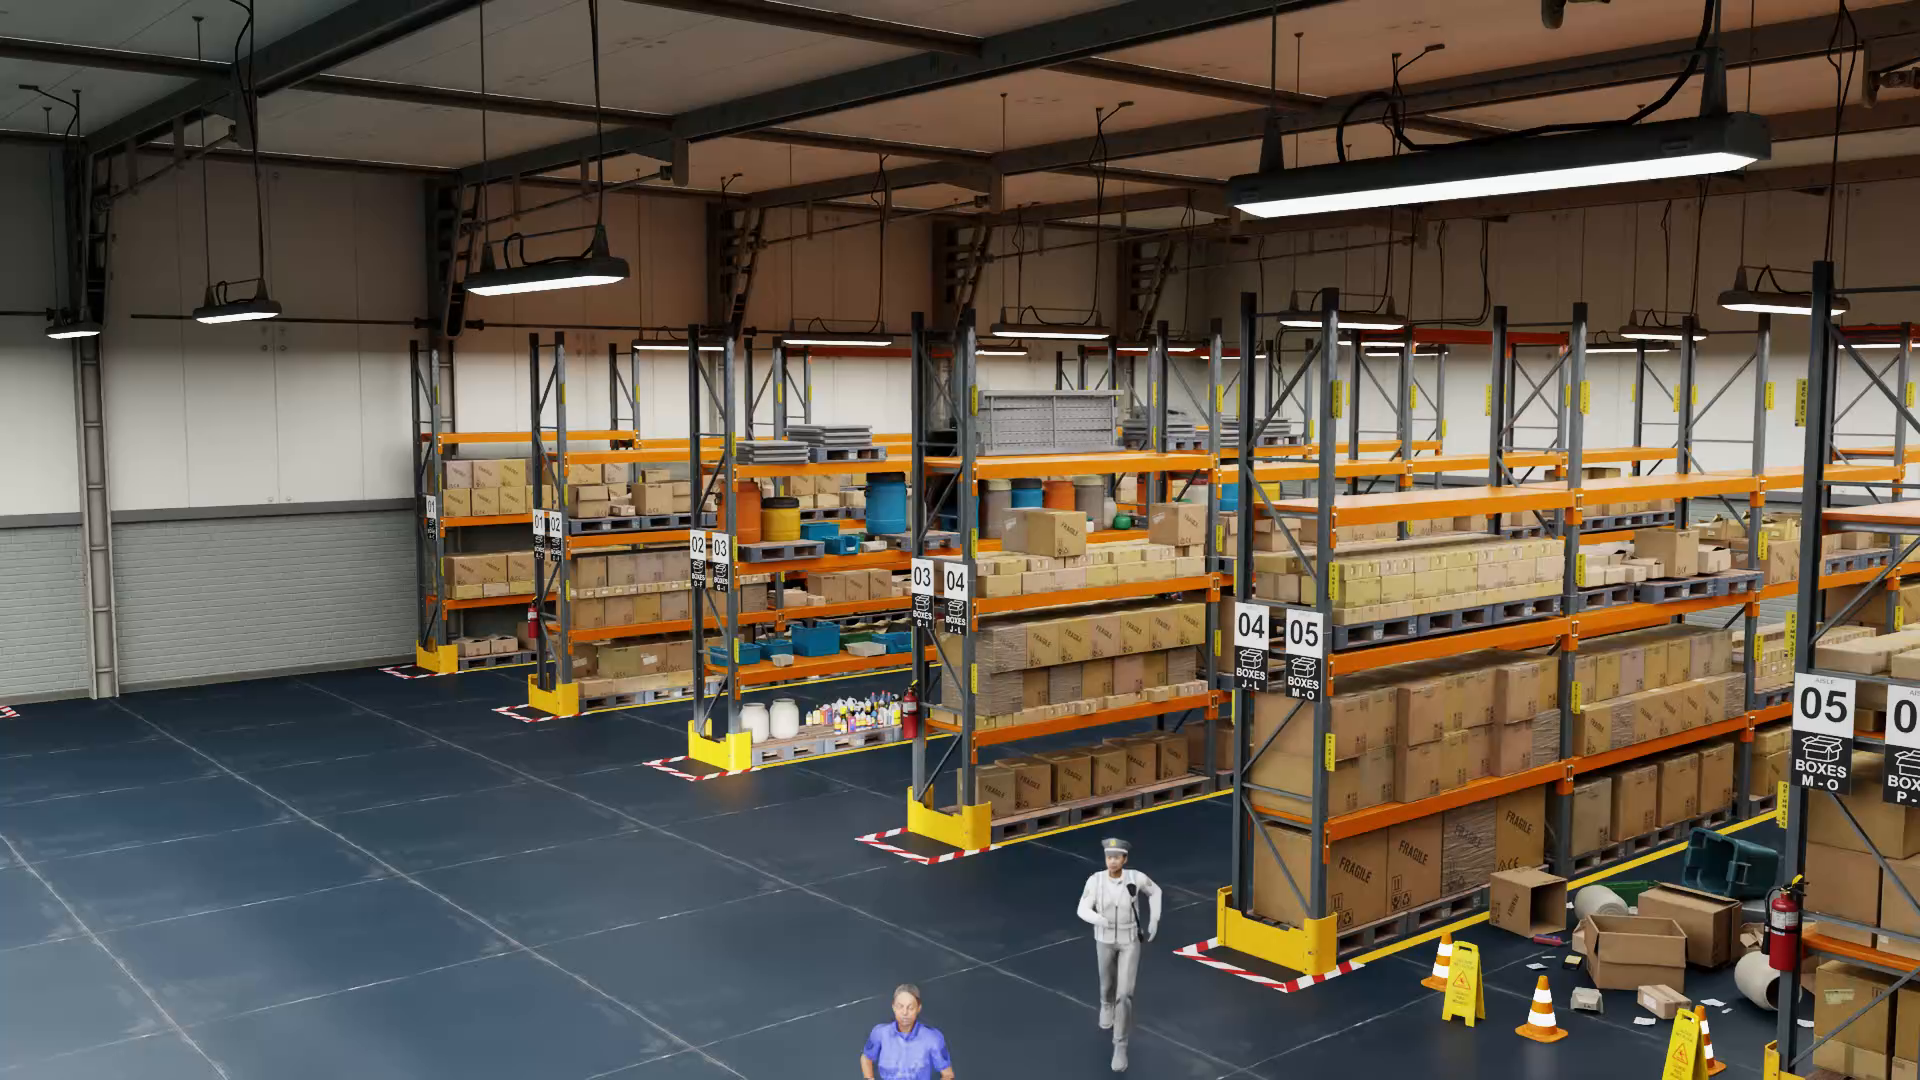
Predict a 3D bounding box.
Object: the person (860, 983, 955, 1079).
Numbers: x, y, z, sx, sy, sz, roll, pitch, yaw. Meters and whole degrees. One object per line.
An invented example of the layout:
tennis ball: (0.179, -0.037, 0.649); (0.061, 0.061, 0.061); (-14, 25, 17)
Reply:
person: (-0.323, 3.453, 9.934); (0.577, 1.643, 0.718); (0, 5, 4)

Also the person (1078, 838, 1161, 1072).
person: (1.242, 3.129, 12.930); (0.622, 1.738, 0.890); (1, 5, 13)
